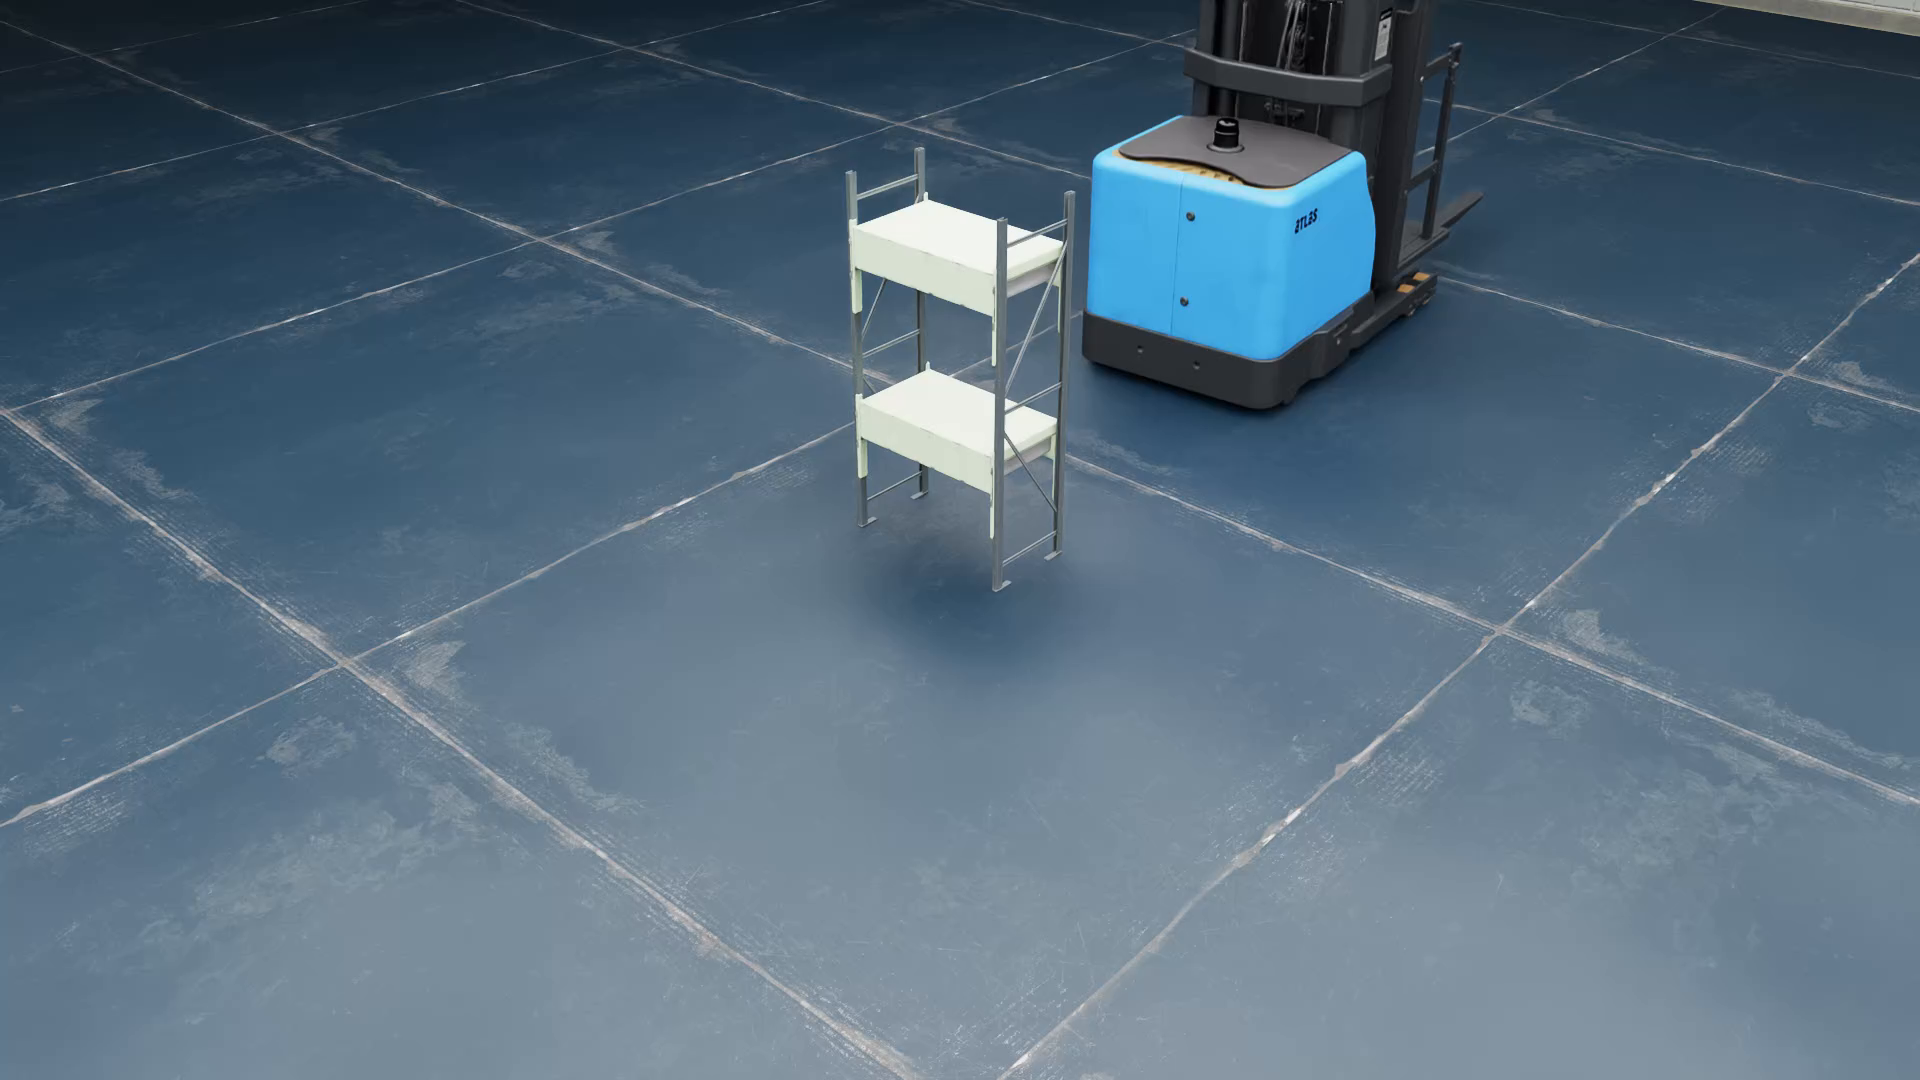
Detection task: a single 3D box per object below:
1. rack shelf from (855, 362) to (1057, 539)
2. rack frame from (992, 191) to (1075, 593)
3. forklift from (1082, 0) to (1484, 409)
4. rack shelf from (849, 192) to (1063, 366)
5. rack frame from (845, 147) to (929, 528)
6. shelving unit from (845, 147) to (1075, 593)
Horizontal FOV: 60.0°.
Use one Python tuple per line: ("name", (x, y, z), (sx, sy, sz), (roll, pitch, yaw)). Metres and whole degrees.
("rack shelf", (-0.005, -0.366, 6.535), (0.720, 0.370, 0.431), (25, 39, 35))
("rack frame", (0.266, -0.518, 6.157), (0.023, 1.500, 0.400), (25, 39, 35))
("forklift", (1.876, -2.559, 8.159), (1.130, 2.935, 3.031), (21, 37, 31))
("rack shelf", (-0.005, -0.979, 6.166), (0.720, 0.370, 0.431), (25, 39, 35))
("rack frame", (-0.276, -0.772, 6.577), (0.023, 1.500, 0.400), (25, 39, 35))
("shelving unit", (-0.005, -0.645, 6.367), (0.755, 1.500, 0.431), (25, 39, 35))
